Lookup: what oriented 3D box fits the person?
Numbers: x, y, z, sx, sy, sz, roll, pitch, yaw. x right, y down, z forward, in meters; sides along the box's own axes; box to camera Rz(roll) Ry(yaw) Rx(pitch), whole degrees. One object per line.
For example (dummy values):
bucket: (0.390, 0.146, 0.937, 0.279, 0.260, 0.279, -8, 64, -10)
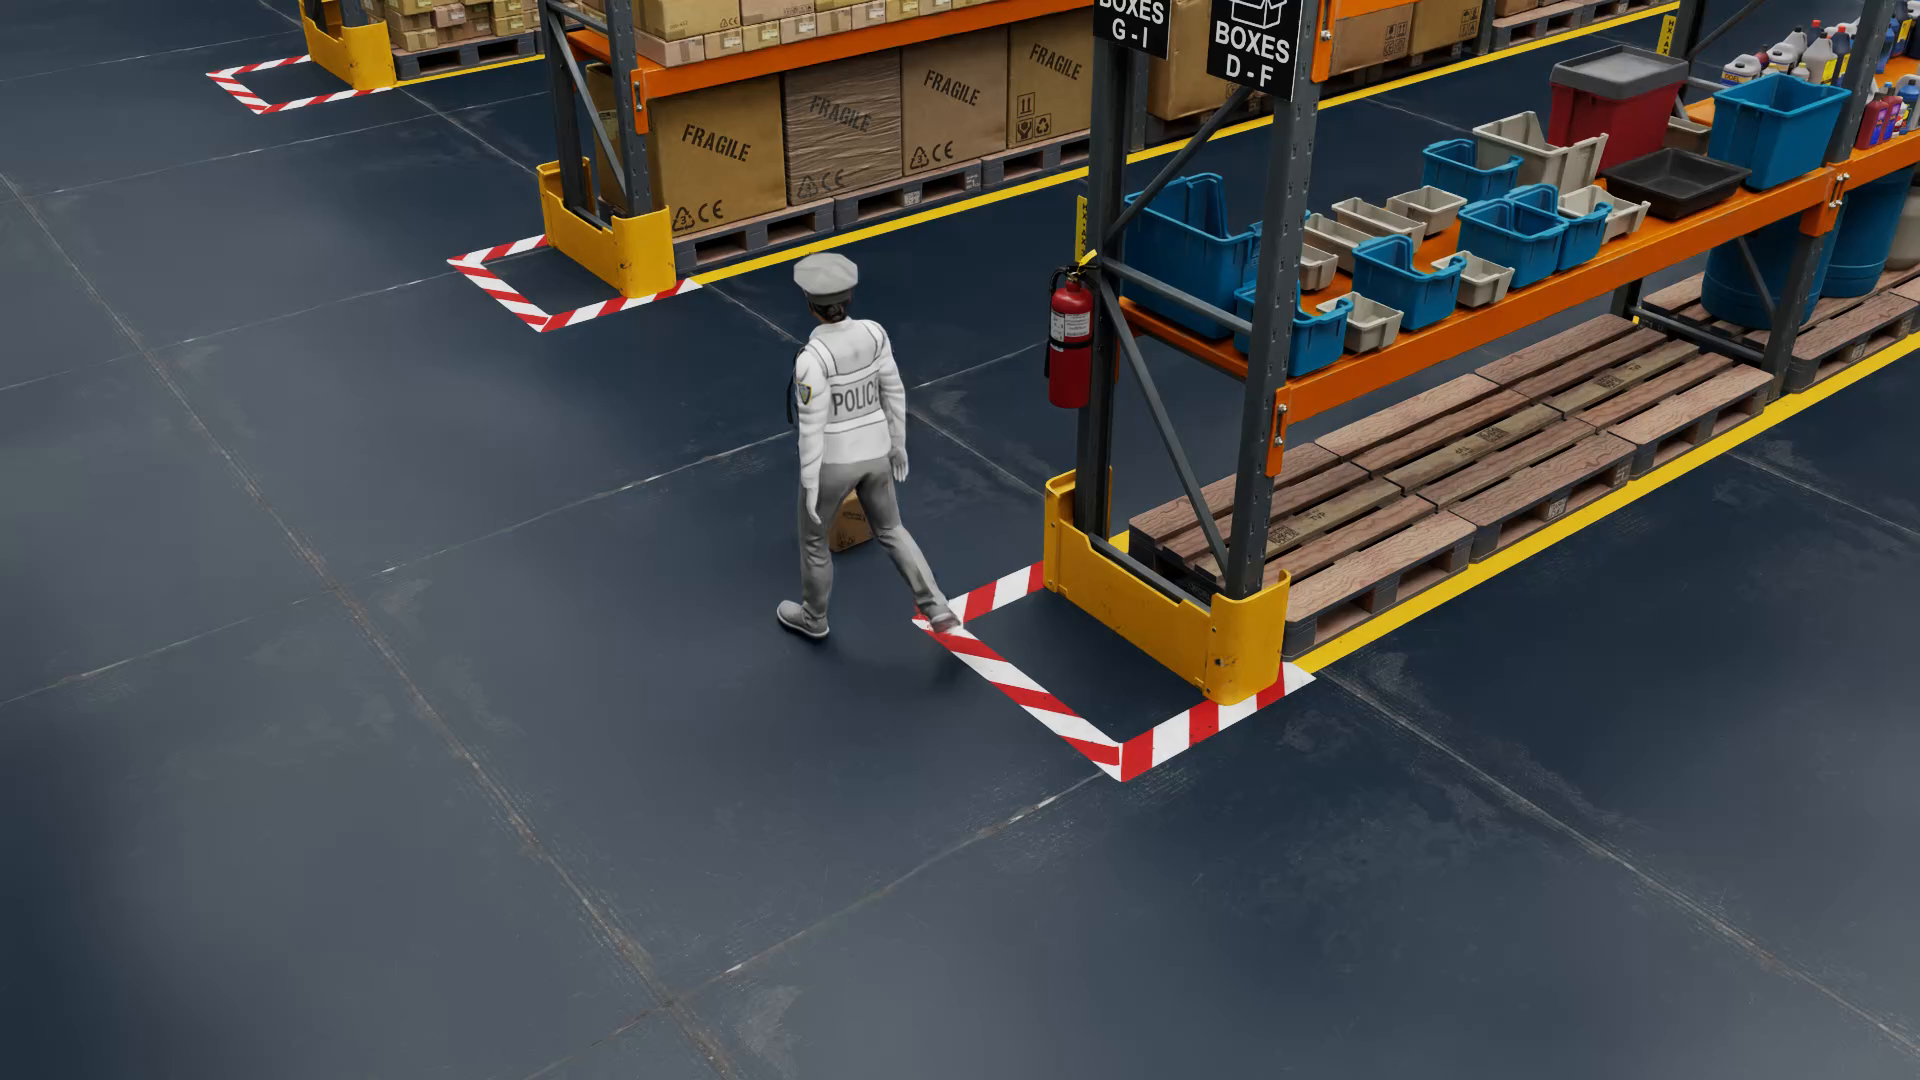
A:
person: (-0.387, -0.287, 6.580, 0.538, 1.641, 0.796, -27, 41, -35)
